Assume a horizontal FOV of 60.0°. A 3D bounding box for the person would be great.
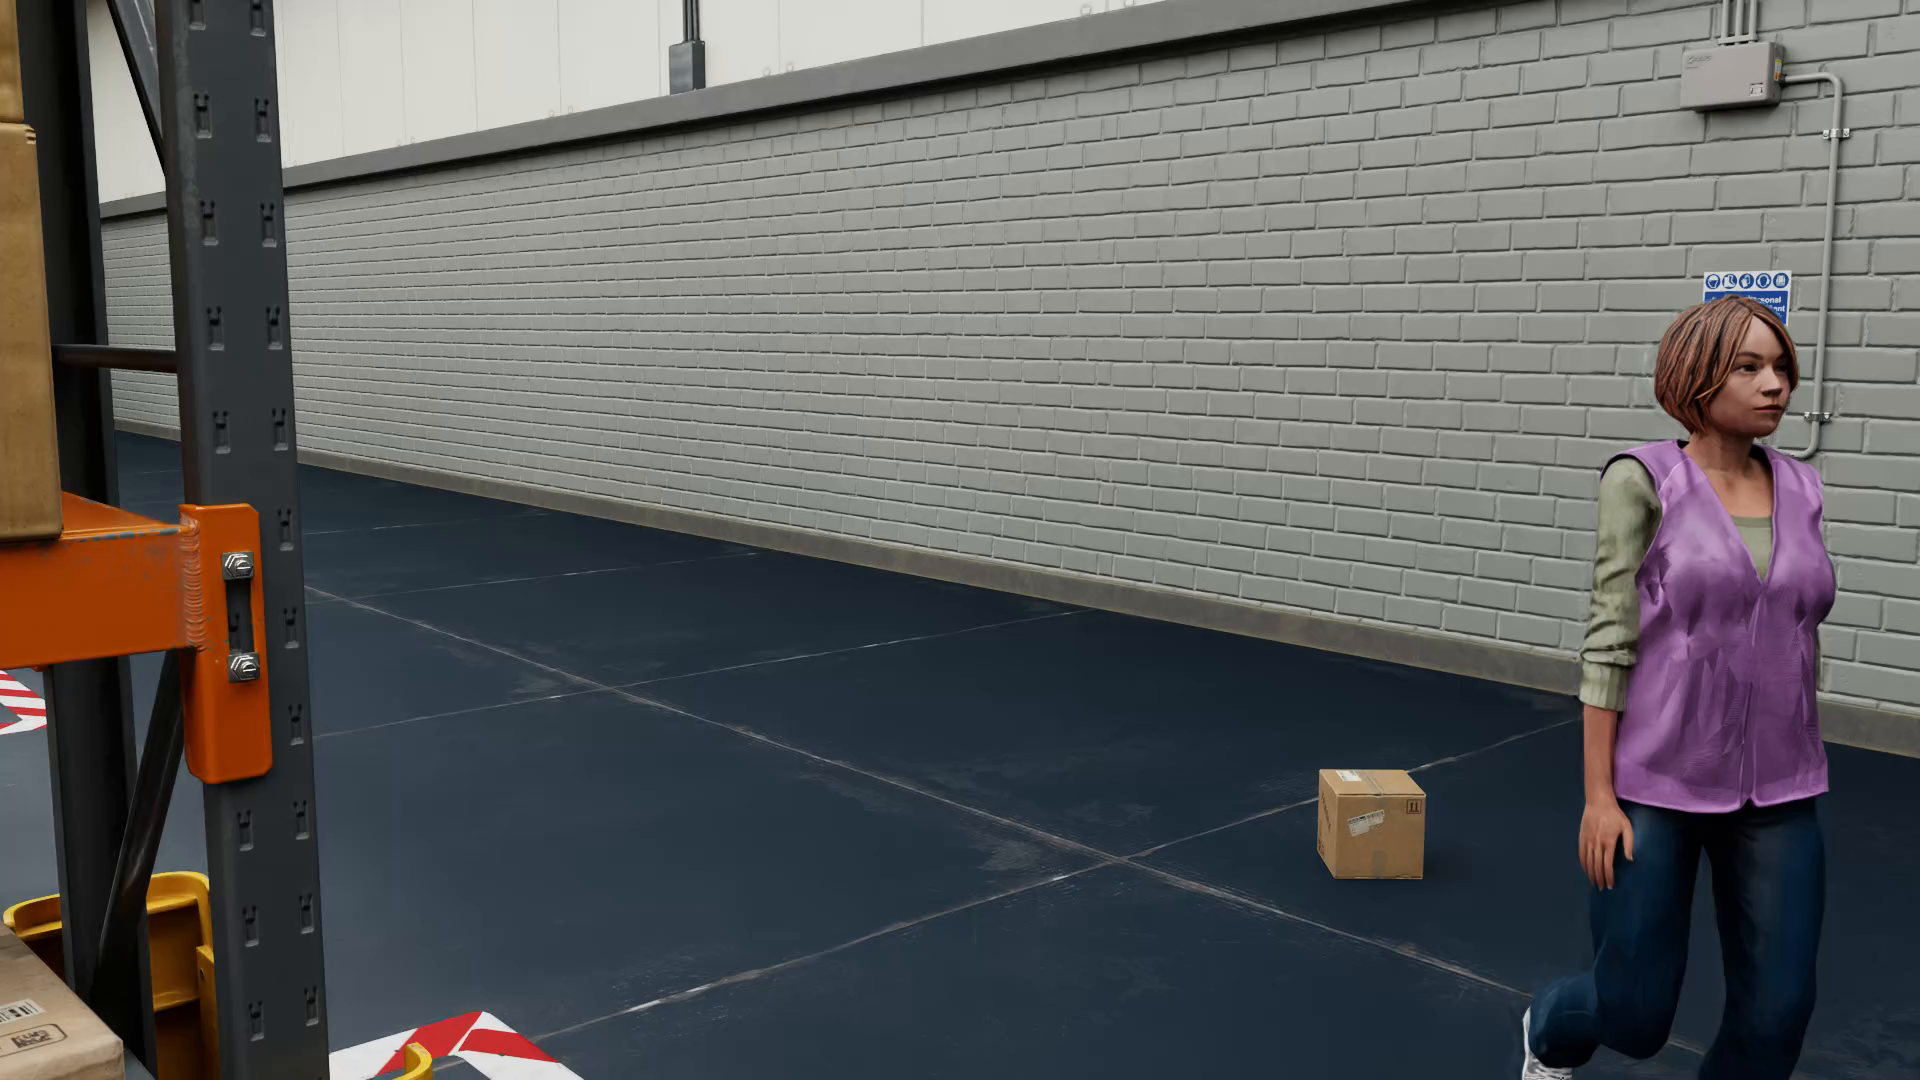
[{"bbox_3d":[1.172,0.401,2.686,0.419,1.579,0.661,0,8,-3],"label":"person"}]
